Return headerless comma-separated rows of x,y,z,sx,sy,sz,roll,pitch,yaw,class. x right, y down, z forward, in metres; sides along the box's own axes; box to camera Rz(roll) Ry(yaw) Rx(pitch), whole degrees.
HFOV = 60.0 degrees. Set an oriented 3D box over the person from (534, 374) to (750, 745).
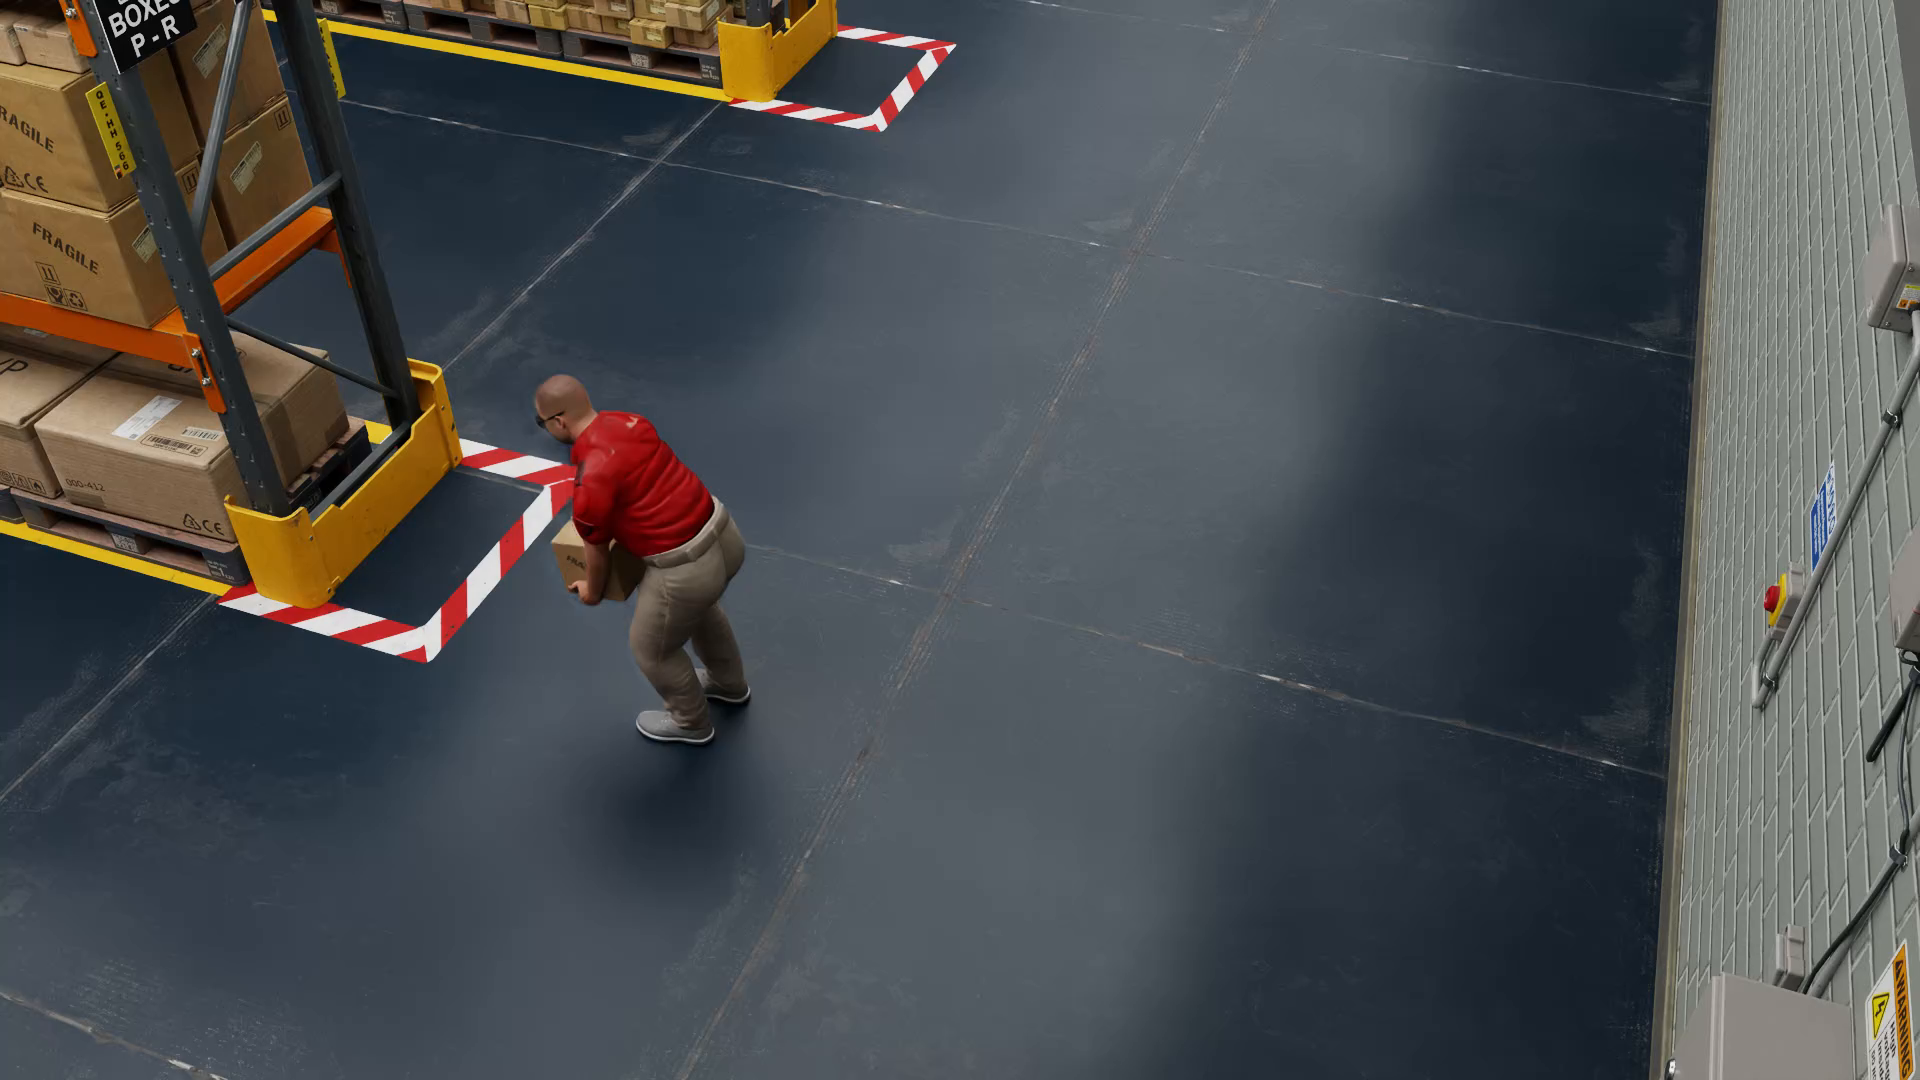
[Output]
-1.150,0.088,6.178,0.675,1.595,0.487,13,43,14,person
